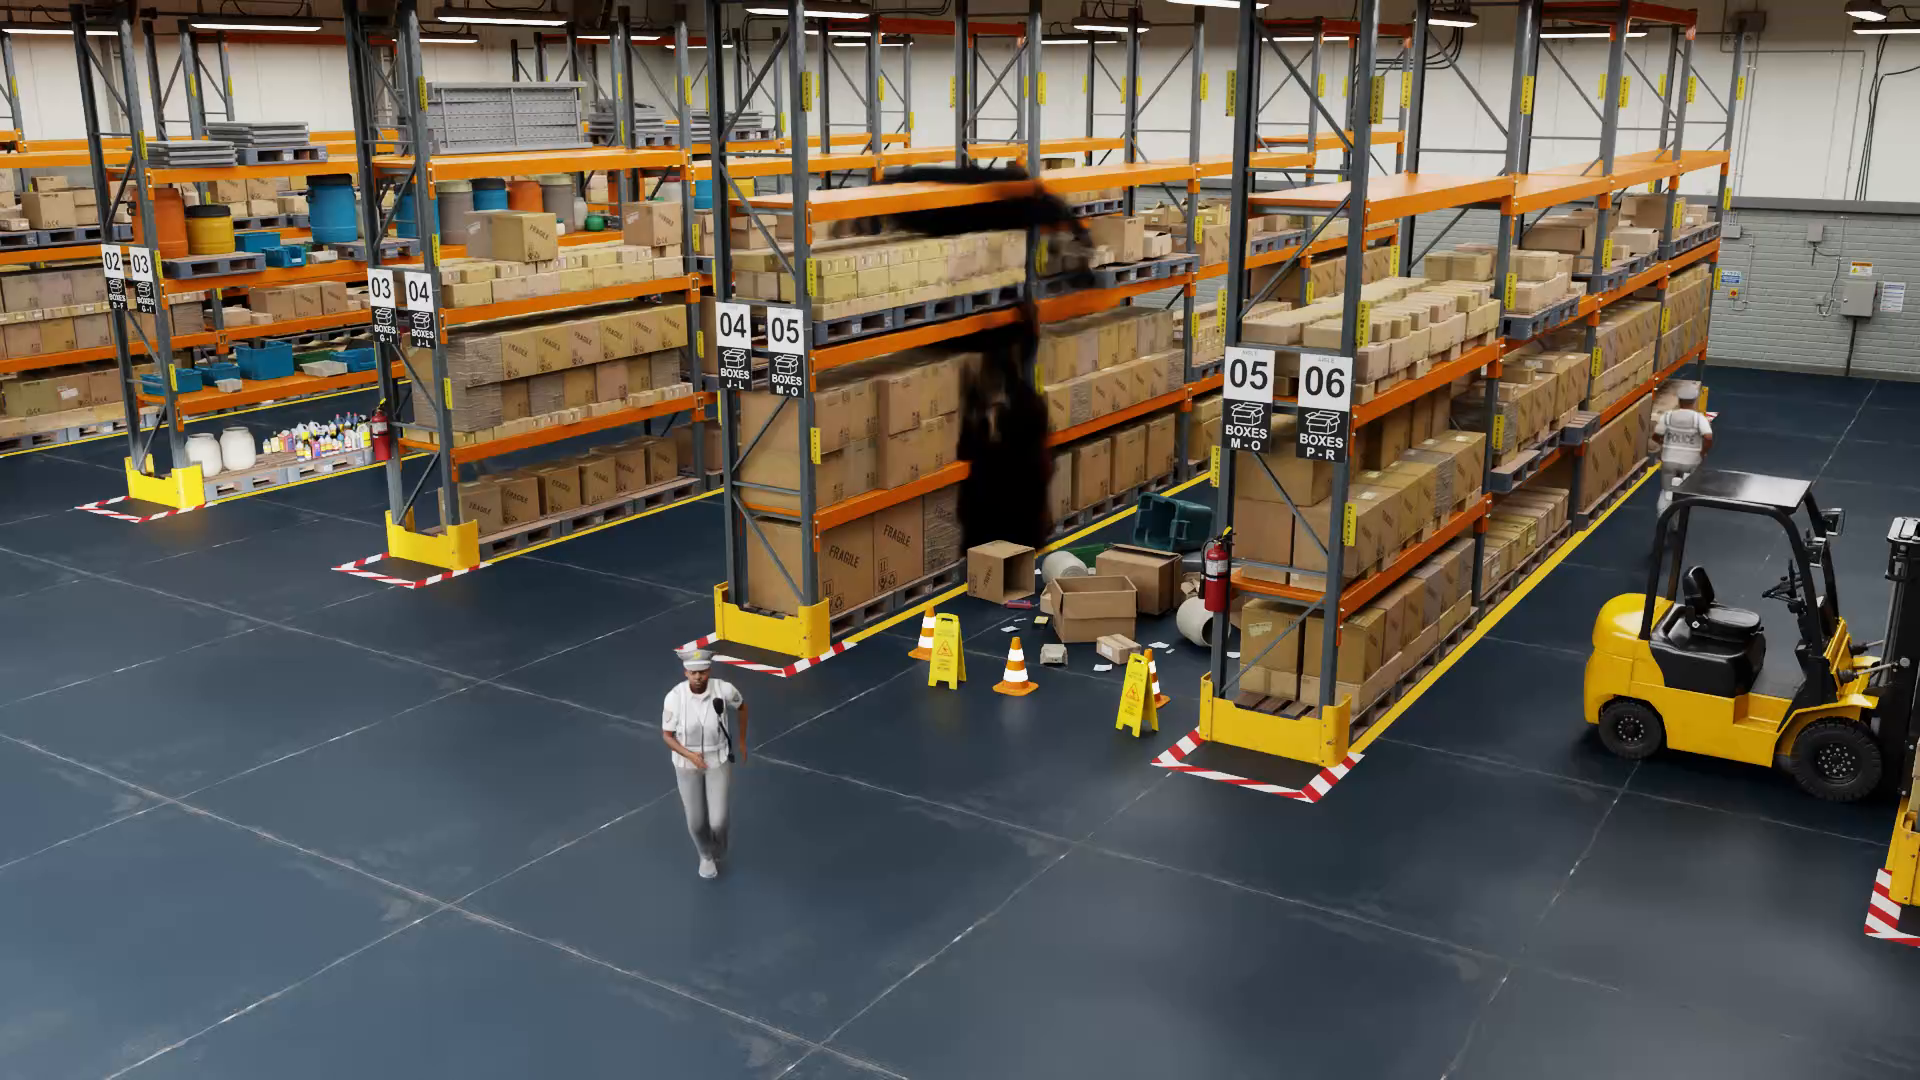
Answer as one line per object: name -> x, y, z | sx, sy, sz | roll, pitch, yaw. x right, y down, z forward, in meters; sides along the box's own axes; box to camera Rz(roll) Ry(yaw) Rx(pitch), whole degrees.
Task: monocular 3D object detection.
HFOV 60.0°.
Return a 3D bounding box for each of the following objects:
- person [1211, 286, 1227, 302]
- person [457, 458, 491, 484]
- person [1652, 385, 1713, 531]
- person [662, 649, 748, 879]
person -> 4.424, -3.392, 28.068 | 0.731, 1.803, 0.949 | 13, 20, 38
person -> -6.185, -1.364, 20.841 | 0.642, 1.837, 0.799 | 4, 16, 14
person -> 8.308, -0.887, 19.185 | 0.663, 1.778, 0.871 | 9, 18, 29
person -> -1.651, 1.474, 10.859 | 0.556, 1.663, 0.610 | -2, 16, -7
